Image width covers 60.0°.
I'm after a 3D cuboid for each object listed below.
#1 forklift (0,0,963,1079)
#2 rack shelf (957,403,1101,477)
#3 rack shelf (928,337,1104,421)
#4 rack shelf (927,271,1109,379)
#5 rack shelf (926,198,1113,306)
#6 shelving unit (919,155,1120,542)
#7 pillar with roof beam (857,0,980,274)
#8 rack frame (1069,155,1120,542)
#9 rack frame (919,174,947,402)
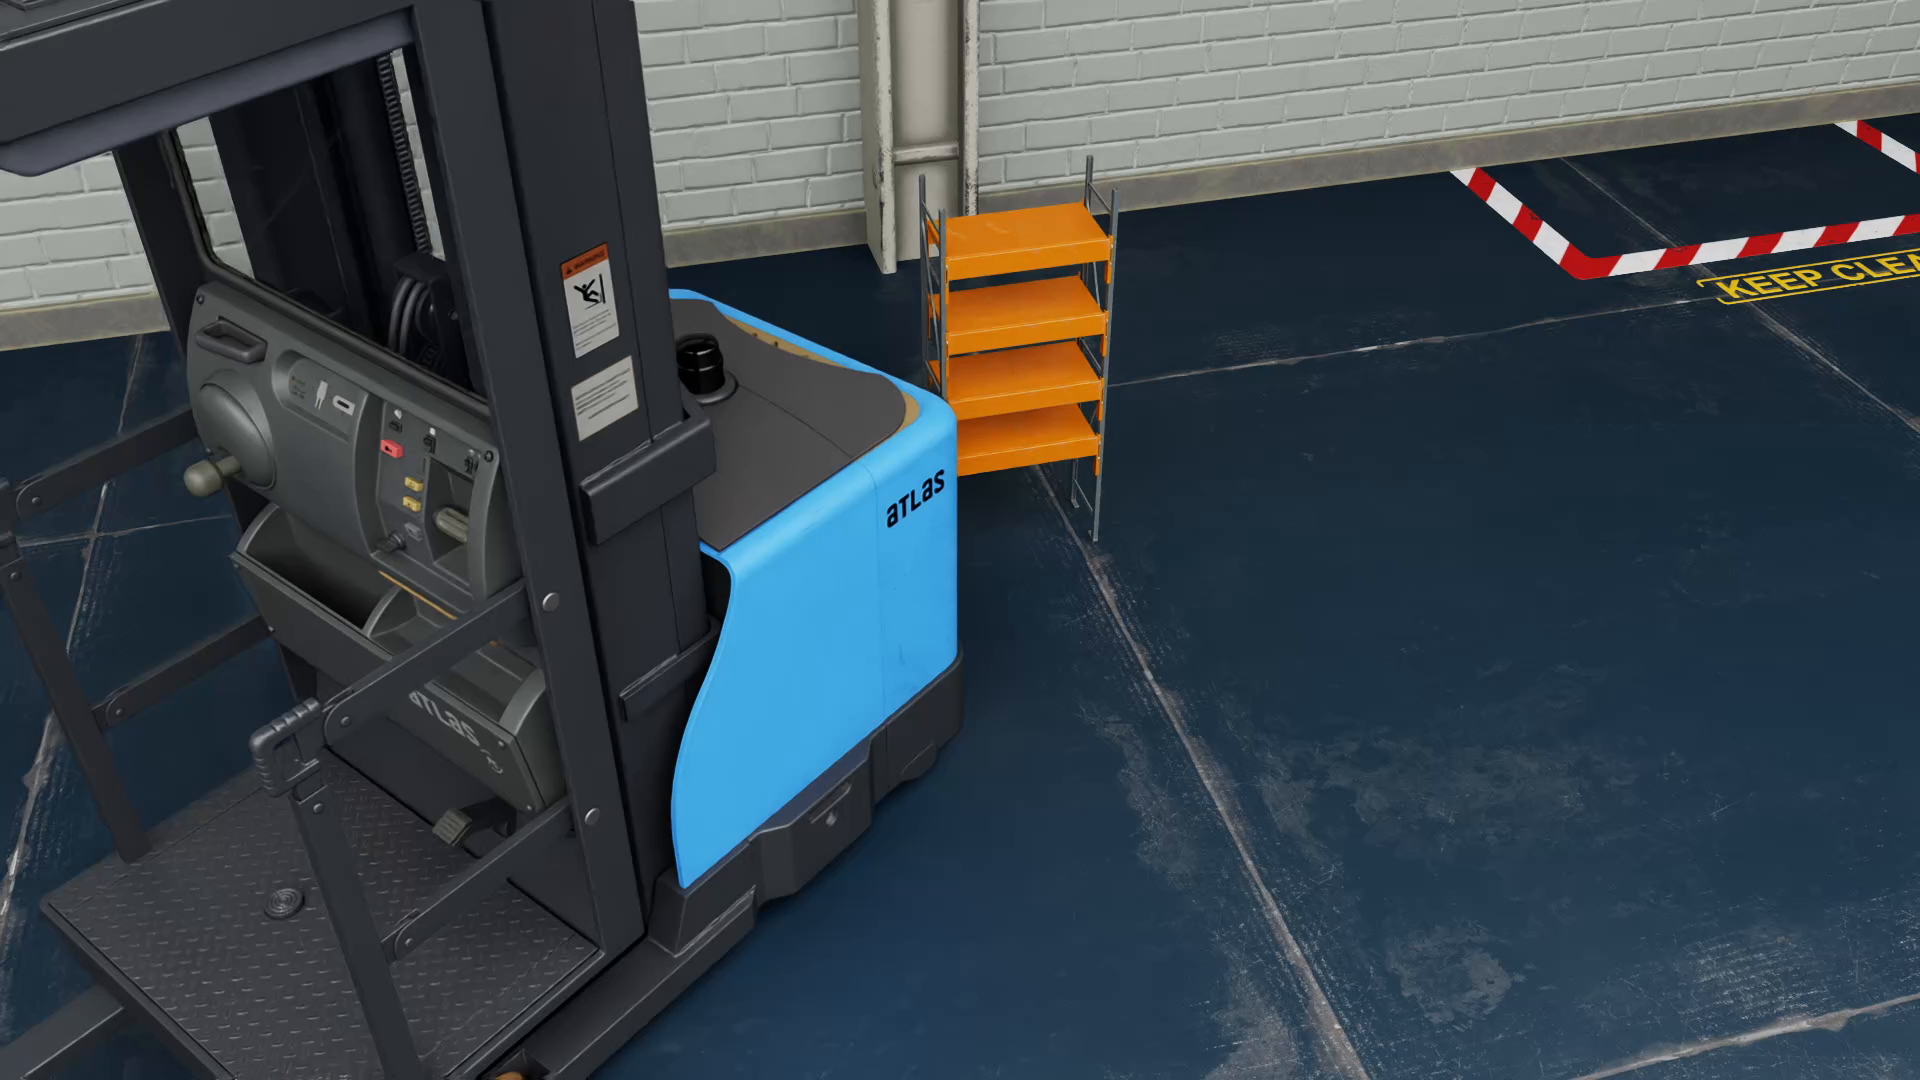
[{"bbox_3d":[-1.298,-0.112,2.984,1.130,2.935,3.031,26,44,29],"label":"forklift"},{"bbox_3d":[0.160,-0.292,5.081,0.480,0.148,0.258,-9,38,-12],"label":"rack shelf"},{"bbox_3d":[0.160,-0.449,4.961,0.480,0.148,0.258,-9,38,-12],"label":"rack shelf"},{"bbox_3d":[0.160,-0.627,4.825,0.480,0.148,0.258,-9,38,-12],"label":"rack shelf"},{"bbox_3d":[0.160,-0.815,4.681,0.480,0.148,0.258,-9,38,-12],"label":"rack shelf"},{"bbox_3d":[0.160,-0.503,4.920,0.503,1.200,0.258,-9,38,-12],"label":"shelving unit"},{"bbox_3d":[0.965,-2.233,0.762,0.400,9.000,9.100,-9,38,-12],"label":"pillar with roof beam"},{"bbox_3d":[0.395,-0.541,4.970,0.015,1.200,0.240,-9,38,-12],"label":"rack frame"},{"bbox_3d":[-0.076,-0.464,4.869,0.015,1.200,0.240,-9,38,-12],"label":"rack frame"}]
